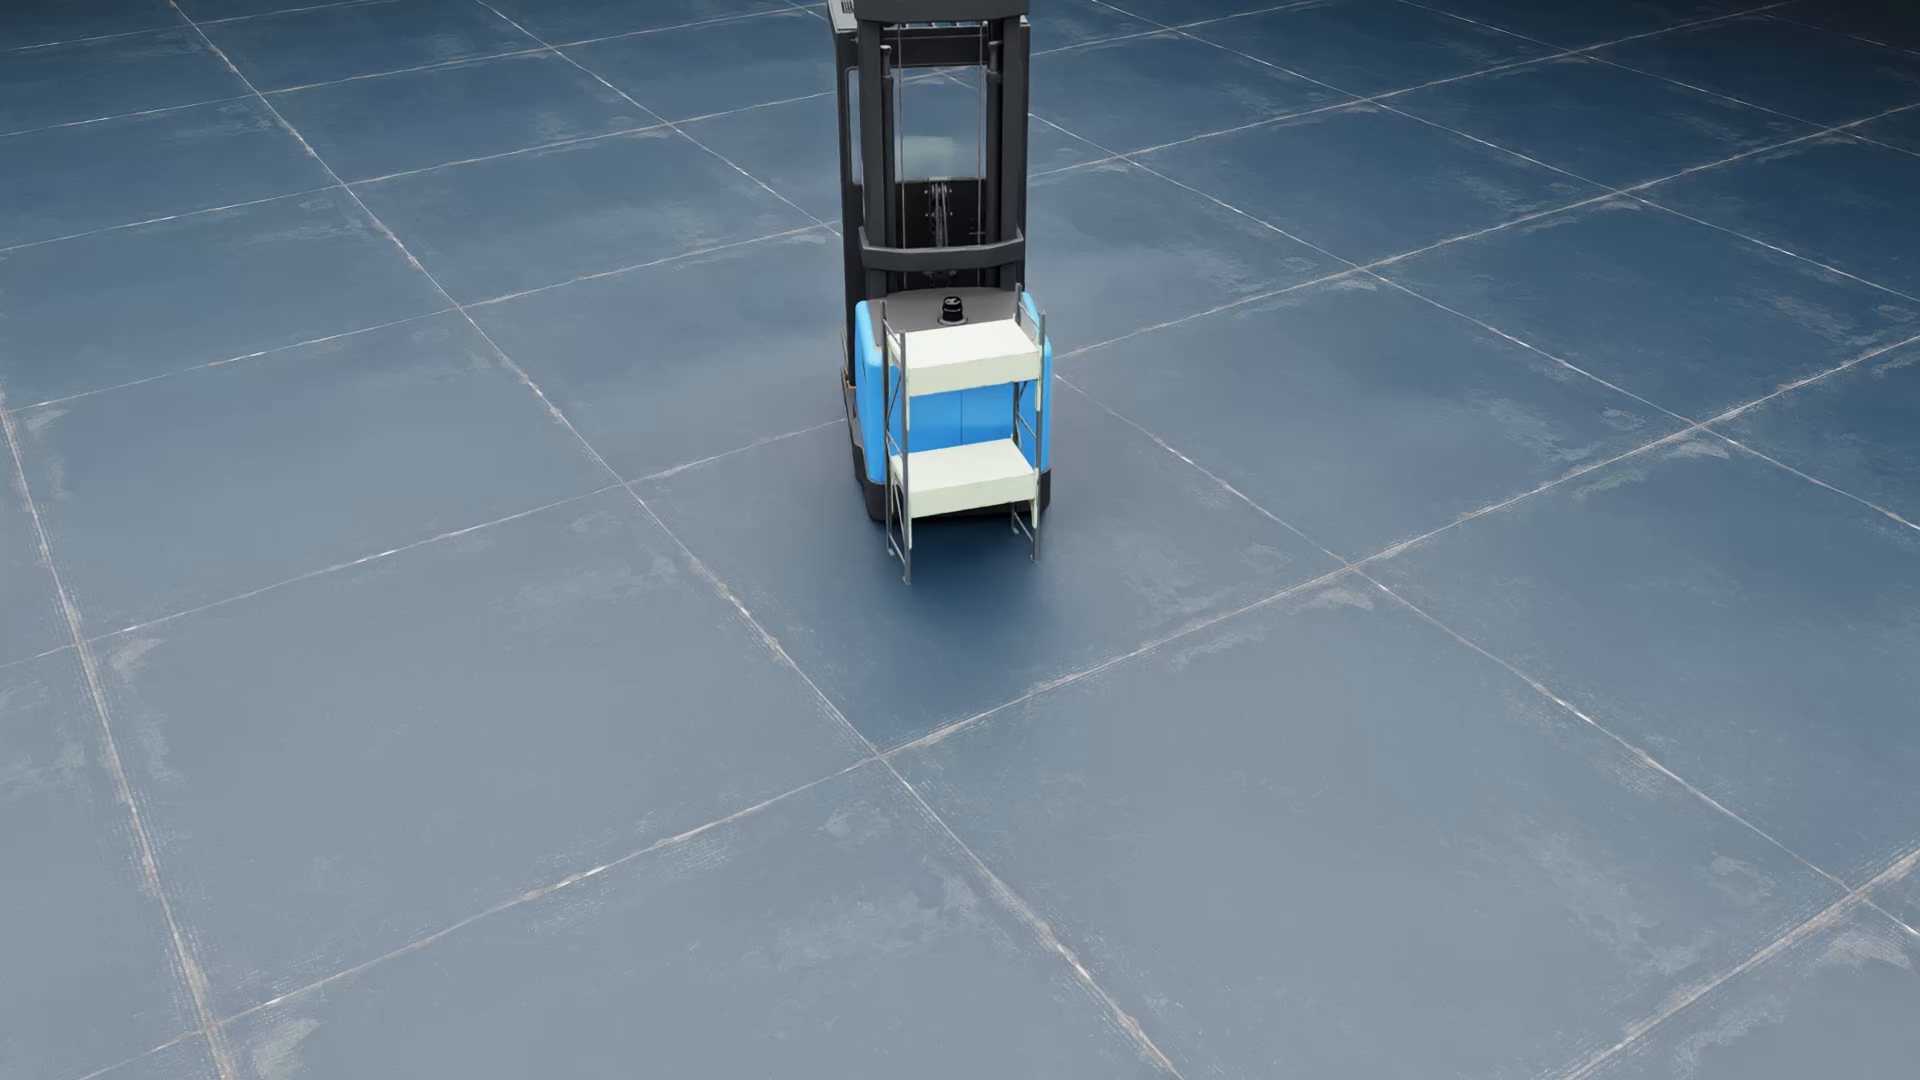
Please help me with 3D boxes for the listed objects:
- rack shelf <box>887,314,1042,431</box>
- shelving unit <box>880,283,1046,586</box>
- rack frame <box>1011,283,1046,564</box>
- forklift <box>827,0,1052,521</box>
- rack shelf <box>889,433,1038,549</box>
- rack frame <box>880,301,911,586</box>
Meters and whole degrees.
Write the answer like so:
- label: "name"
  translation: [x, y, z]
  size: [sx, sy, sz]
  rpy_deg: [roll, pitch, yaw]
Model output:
- label: "rack shelf"
  translation: [0.012, -0.876, 8.622]
  size: [0.720, 0.370, 0.431]
  rpy_deg: [-10, 33, -15]
- label: "shelving unit"
  translation: [0.012, -0.546, 8.831]
  size: [0.755, 1.500, 0.431]
  rpy_deg: [-10, 33, -15]
- label: "rack frame"
  translation: [0.361, -0.604, 8.924]
  size: [0.023, 1.500, 0.400]
  rpy_deg: [-10, 33, -15]
- label: "forklift"
  translation: [-0.185, -2.117, 9.981]
  size: [1.130, 2.935, 3.031]
  rpy_deg: [-4, 32, -6]
- label: "rack shelf"
  translation: [0.012, -0.270, 9.005]
  size: [0.720, 0.370, 0.431]
  rpy_deg: [-10, 33, -15]
- label: "rack frame"
  translation: [-0.337, -0.487, 8.738]
  size: [0.023, 1.500, 0.400]
  rpy_deg: [-10, 33, -15]
